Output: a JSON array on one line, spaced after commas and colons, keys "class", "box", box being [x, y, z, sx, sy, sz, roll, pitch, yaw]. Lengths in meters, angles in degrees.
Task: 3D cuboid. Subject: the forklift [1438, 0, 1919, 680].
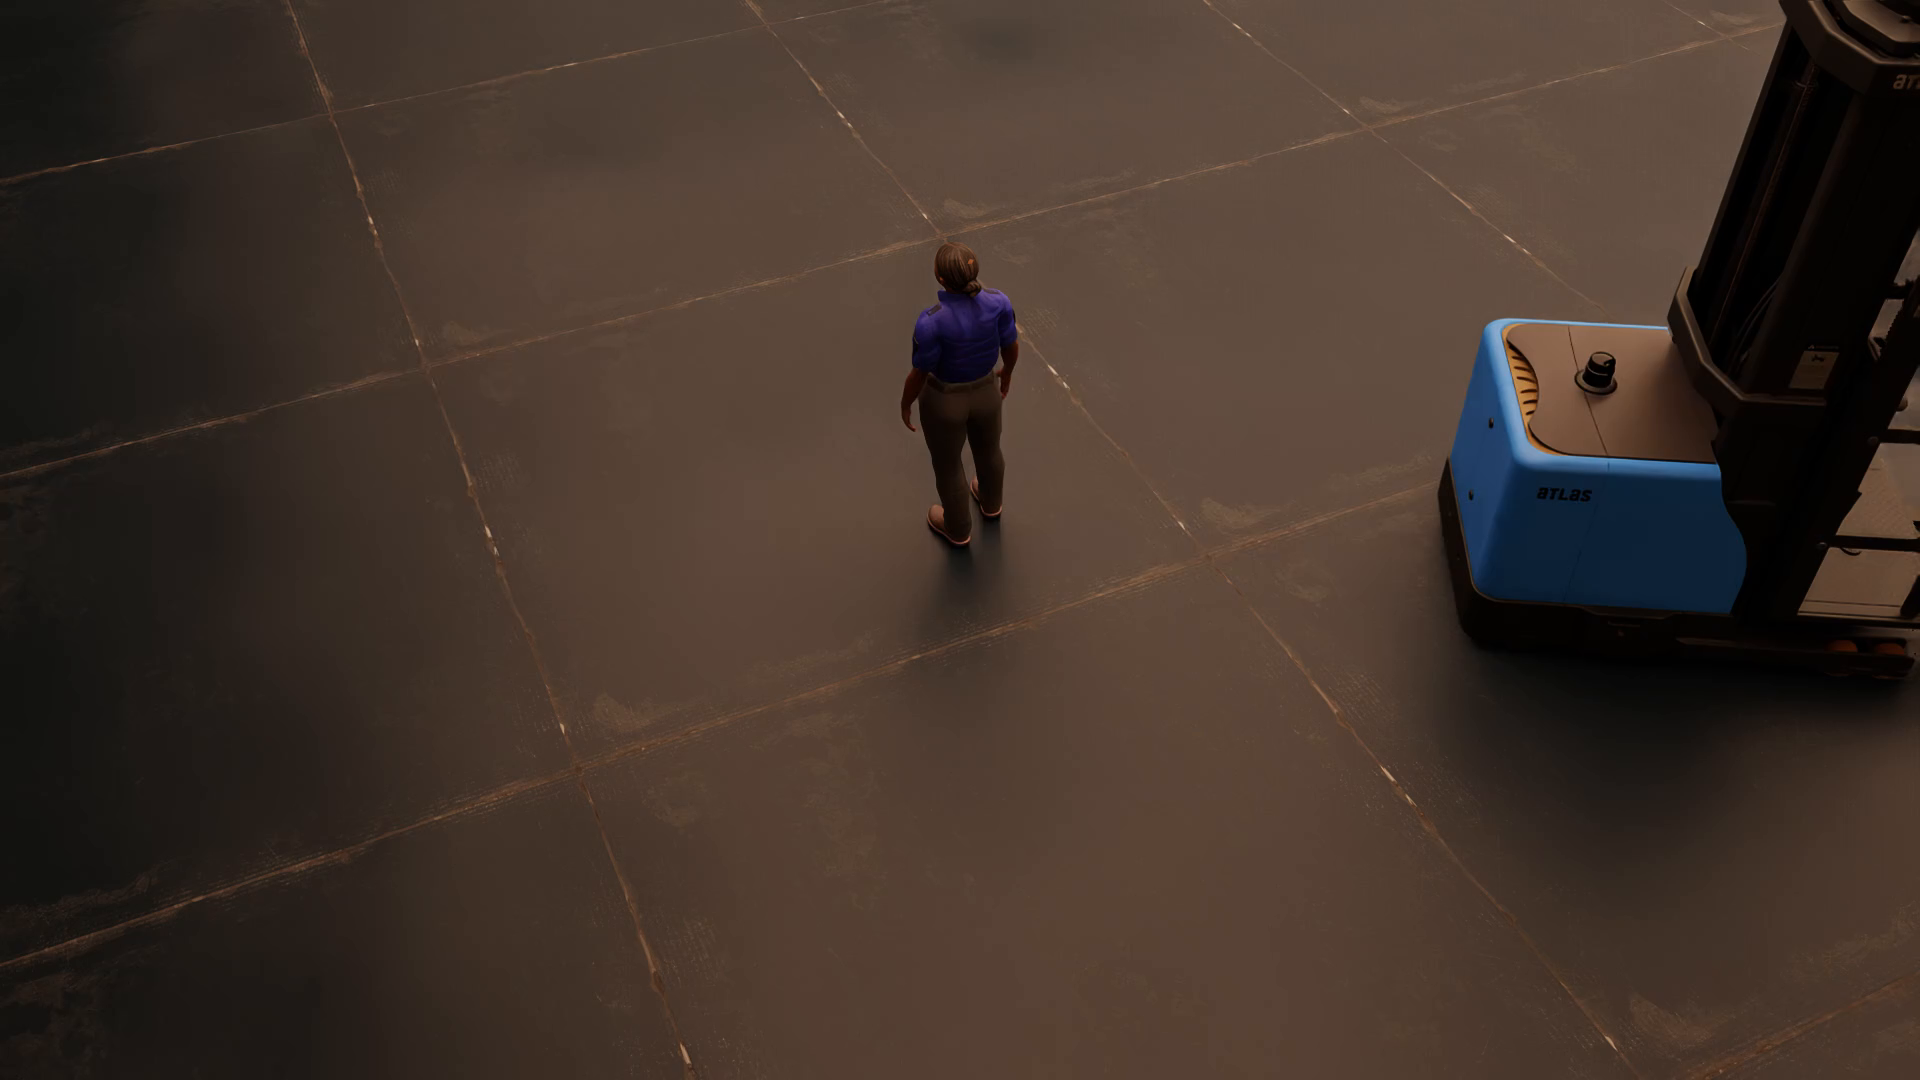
[{"class": "forklift", "box": [3.753, -0.850, 6.591, 3.031, 2.935, 1.130, 4, 43, 4]}]

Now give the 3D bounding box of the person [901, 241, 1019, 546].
[{"class": "person", "box": [-0.019, -0.671, 7.323, 0.569, 1.656, 0.503, -18, 46, -18]}]
